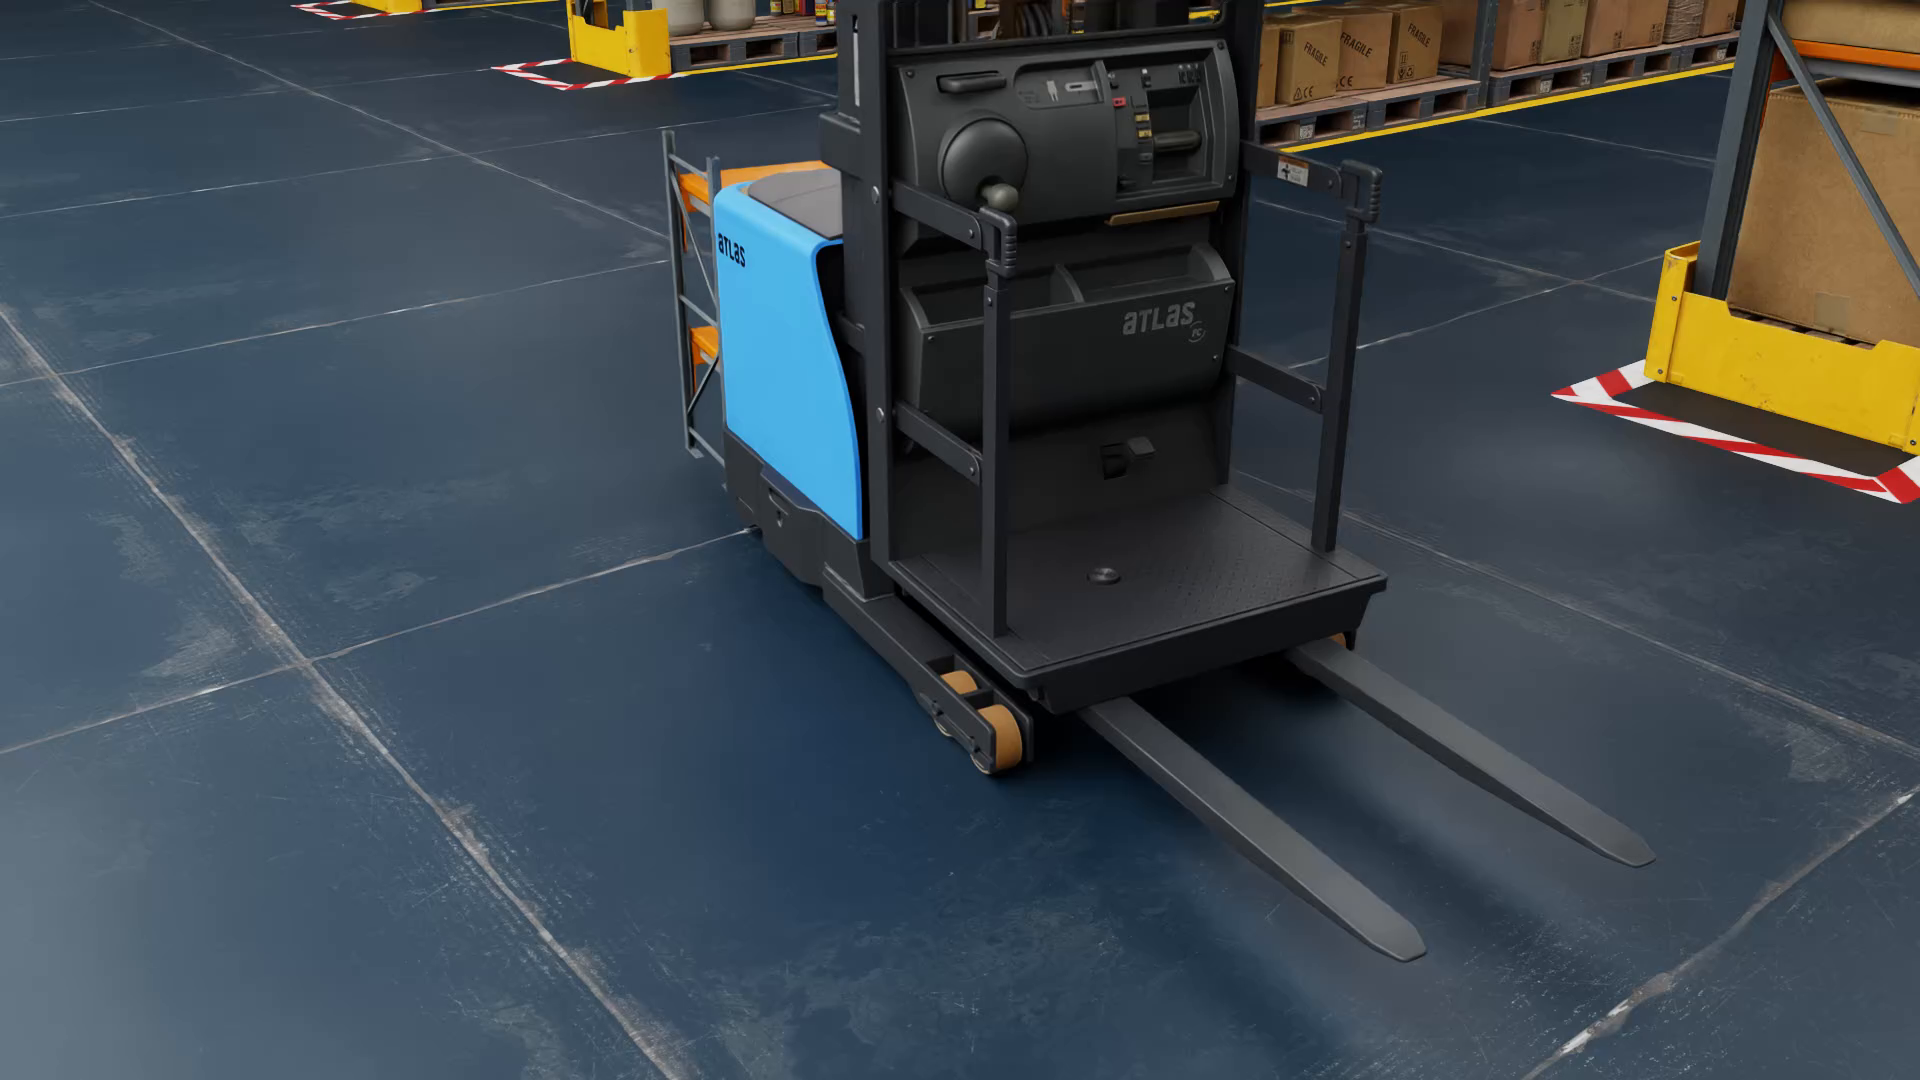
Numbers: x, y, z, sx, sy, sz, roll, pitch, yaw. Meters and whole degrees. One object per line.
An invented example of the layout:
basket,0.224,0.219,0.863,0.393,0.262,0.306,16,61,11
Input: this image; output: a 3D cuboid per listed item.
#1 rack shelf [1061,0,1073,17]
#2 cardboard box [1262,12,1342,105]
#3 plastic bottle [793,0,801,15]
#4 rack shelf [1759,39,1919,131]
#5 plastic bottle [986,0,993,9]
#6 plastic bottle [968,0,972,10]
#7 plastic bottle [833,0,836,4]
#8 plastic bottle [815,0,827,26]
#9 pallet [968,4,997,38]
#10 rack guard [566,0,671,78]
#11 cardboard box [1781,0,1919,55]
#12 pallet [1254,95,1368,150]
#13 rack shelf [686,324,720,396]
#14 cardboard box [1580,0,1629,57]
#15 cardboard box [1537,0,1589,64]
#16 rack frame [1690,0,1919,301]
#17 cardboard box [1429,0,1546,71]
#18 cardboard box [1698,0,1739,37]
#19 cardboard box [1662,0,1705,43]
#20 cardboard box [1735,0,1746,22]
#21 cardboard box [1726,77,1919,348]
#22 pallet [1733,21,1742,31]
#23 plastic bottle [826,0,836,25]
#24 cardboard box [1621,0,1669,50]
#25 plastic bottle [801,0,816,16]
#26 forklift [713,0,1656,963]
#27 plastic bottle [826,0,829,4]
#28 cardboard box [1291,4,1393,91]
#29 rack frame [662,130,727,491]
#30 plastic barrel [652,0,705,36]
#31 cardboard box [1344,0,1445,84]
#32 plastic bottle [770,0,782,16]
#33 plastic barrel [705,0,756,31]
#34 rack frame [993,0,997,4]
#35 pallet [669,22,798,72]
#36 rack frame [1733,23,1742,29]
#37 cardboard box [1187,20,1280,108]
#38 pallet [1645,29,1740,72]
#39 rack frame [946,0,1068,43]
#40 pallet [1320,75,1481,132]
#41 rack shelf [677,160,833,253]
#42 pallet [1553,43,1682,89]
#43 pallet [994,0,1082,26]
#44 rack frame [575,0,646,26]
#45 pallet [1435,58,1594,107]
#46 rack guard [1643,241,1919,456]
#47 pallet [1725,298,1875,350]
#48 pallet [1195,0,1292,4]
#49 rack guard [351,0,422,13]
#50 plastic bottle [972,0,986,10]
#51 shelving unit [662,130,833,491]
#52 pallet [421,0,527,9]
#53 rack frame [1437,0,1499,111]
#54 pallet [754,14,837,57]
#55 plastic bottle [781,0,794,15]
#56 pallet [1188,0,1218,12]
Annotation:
rack shelf,1.827,-3.745,10.610,4.000,0.370,1.077,-18,31,-34
cardboard box,2.175,-3.218,11.091,0.500,0.500,0.500,-22,33,-38
plastic bottle,-1.414,-4.835,14.818,0.135,0.276,0.152,-18,30,-34
rack shelf,4.808,-2.075,7.013,4.000,0.370,1.077,-18,31,-34
plastic bottle,0.251,-4.964,15.184,0.097,0.201,0.097,0,25,0
plastic bottle,0.015,-4.967,15.012,0.185,0.351,0.144,-19,31,-35
plastic bottle,-1.176,-4.949,14.975,0.185,0.351,0.144,-17,30,-32
plastic bottle,-1.184,-4.522,14.149,0.097,0.271,0.097,0,25,0
pallet,-0.210,-4.806,15.354,1.213,0.211,1.003,-18,31,-34
rack guard,-2.773,-4.094,13.477,0.348,0.500,1.175,-18,31,-34
cardboard box,3.498,-2.062,5.951,0.550,0.550,0.875,-18,31,-34
pallet,1.933,-2.821,11.077,1.213,0.211,1.003,-18,31,-34
rack shelf,-0.404,-0.623,5.838,1.000,0.278,0.538,-12,27,-24
cardboard box,4.724,-4.072,12.907,0.500,0.500,0.700,-21,32,-38
cardboard box,4.284,-3.926,12.593,0.500,0.500,0.700,-18,31,-34
rack frame,3.234,-1.882,5.742,0.127,3.000,1.000,-18,31,-34
cardboard box,3.897,-3.809,12.340,0.500,0.500,0.700,-21,32,-38
cardboard box,6.033,-4.515,13.861,0.500,0.500,0.700,-20,32,-37
cardboard box,5.605,-4.366,13.542,0.500,0.500,0.700,-21,32,-38
cardboard box,7.104,-5.029,14.547,0.875,0.875,1.225,-20,32,-36
cardboard box,3.727,-1.307,6.528,0.875,0.875,0.875,-18,30,-34
pallet,7.215,-4.545,14.791,1.213,0.211,1.003,-18,31,-34
plastic bottle,-1.103,-4.517,14.221,0.097,0.201,0.097,0,25,0
cardboard box,5.163,-4.217,13.219,0.500,0.500,0.700,-15,29,-30
plastic bottle,-1.347,-4.803,14.740,0.133,0.283,0.061,-18,31,-34
forklift,0.387,-0.980,3.881,1.130,2.935,3.031,-13,28,-26
plastic bottle,-1.213,-4.801,14.832,0.097,0.201,0.097,0,25,0
cardboard box,2.615,-3.405,11.495,0.500,0.500,0.500,-9,26,-18
rack frame,-0.859,-0.750,5.529,0.032,1.125,0.500,-12,27,-24
plastic barrel,-2.333,-4.451,13.733,0.421,0.512,0.421,0,25,0
cardboard box,3.061,-3.557,11.821,0.500,0.500,0.500,-19,31,-36
plastic bottle,-1.629,-4.745,14.712,0.097,0.201,0.097,0,25,0
plastic barrel,-1.938,-4.581,14.013,0.421,0.512,0.421,0,25,0
rack frame,0.344,-6.231,15.113,0.127,3.000,1.000,-18,31,-34
pallet,-2.130,-4.172,13.989,1.213,0.211,1.003,-18,31,-34
rack frame,6.548,-5.630,13.817,0.127,3.000,1.000,-18,31,-34
cardboard box,1.708,-3.088,10.810,0.500,0.500,0.500,-15,29,-29
pallet,5.932,-4.162,13.968,1.213,0.211,1.003,-18,31,-34
rack frame,0.253,-3.551,9.339,0.127,3.000,1.000,-18,31,-34
pallet,2.894,-3.139,11.764,1.213,0.211,1.003,-18,31,-34
rack shelf,-0.405,-1.111,5.612,1.000,0.278,0.538,-12,27,-24
pallet,4.973,-3.847,13.289,1.213,0.211,1.003,-18,31,-34
pallet,0.938,-5.183,16.168,1.213,0.211,1.003,-18,31,-34
rack frame,-2.803,-5.192,12.875,0.127,3.000,1.000,-18,31,-34
pallet,4.012,-3.528,12.602,1.213,0.211,1.003,-18,31,-34
rack guard,3.215,-0.742,6.255,0.348,0.500,1.175,-18,31,-34
pallet,3.815,-0.851,6.833,1.213,0.211,1.003,-18,31,-34
pallet,2.858,-5.817,17.533,1.213,0.211,1.003,-18,31,-34
rack guard,-5.876,-5.694,16.925,0.348,0.500,1.175,-18,31,-34
plastic bottle,0.169,-4.964,15.088,0.133,0.283,0.061,-17,30,-32
shelving unit,-0.405,-0.845,5.735,1.048,1.125,0.538,-12,27,-24
pallet,-5.281,-5.782,17.457,1.213,0.211,1.003,-18,31,-34
rack frame,3.400,-4.591,11.578,0.127,3.000,1.000,-18,31,-34
pallet,-1.171,-4.487,14.668,1.213,0.211,1.003,-18,31,-34
plastic bottle,-1.548,-4.818,14.773,0.133,0.283,0.061,-17,30,-33
pallet,1.899,-5.502,16.854,1.213,0.211,1.003,-18,31,-34
